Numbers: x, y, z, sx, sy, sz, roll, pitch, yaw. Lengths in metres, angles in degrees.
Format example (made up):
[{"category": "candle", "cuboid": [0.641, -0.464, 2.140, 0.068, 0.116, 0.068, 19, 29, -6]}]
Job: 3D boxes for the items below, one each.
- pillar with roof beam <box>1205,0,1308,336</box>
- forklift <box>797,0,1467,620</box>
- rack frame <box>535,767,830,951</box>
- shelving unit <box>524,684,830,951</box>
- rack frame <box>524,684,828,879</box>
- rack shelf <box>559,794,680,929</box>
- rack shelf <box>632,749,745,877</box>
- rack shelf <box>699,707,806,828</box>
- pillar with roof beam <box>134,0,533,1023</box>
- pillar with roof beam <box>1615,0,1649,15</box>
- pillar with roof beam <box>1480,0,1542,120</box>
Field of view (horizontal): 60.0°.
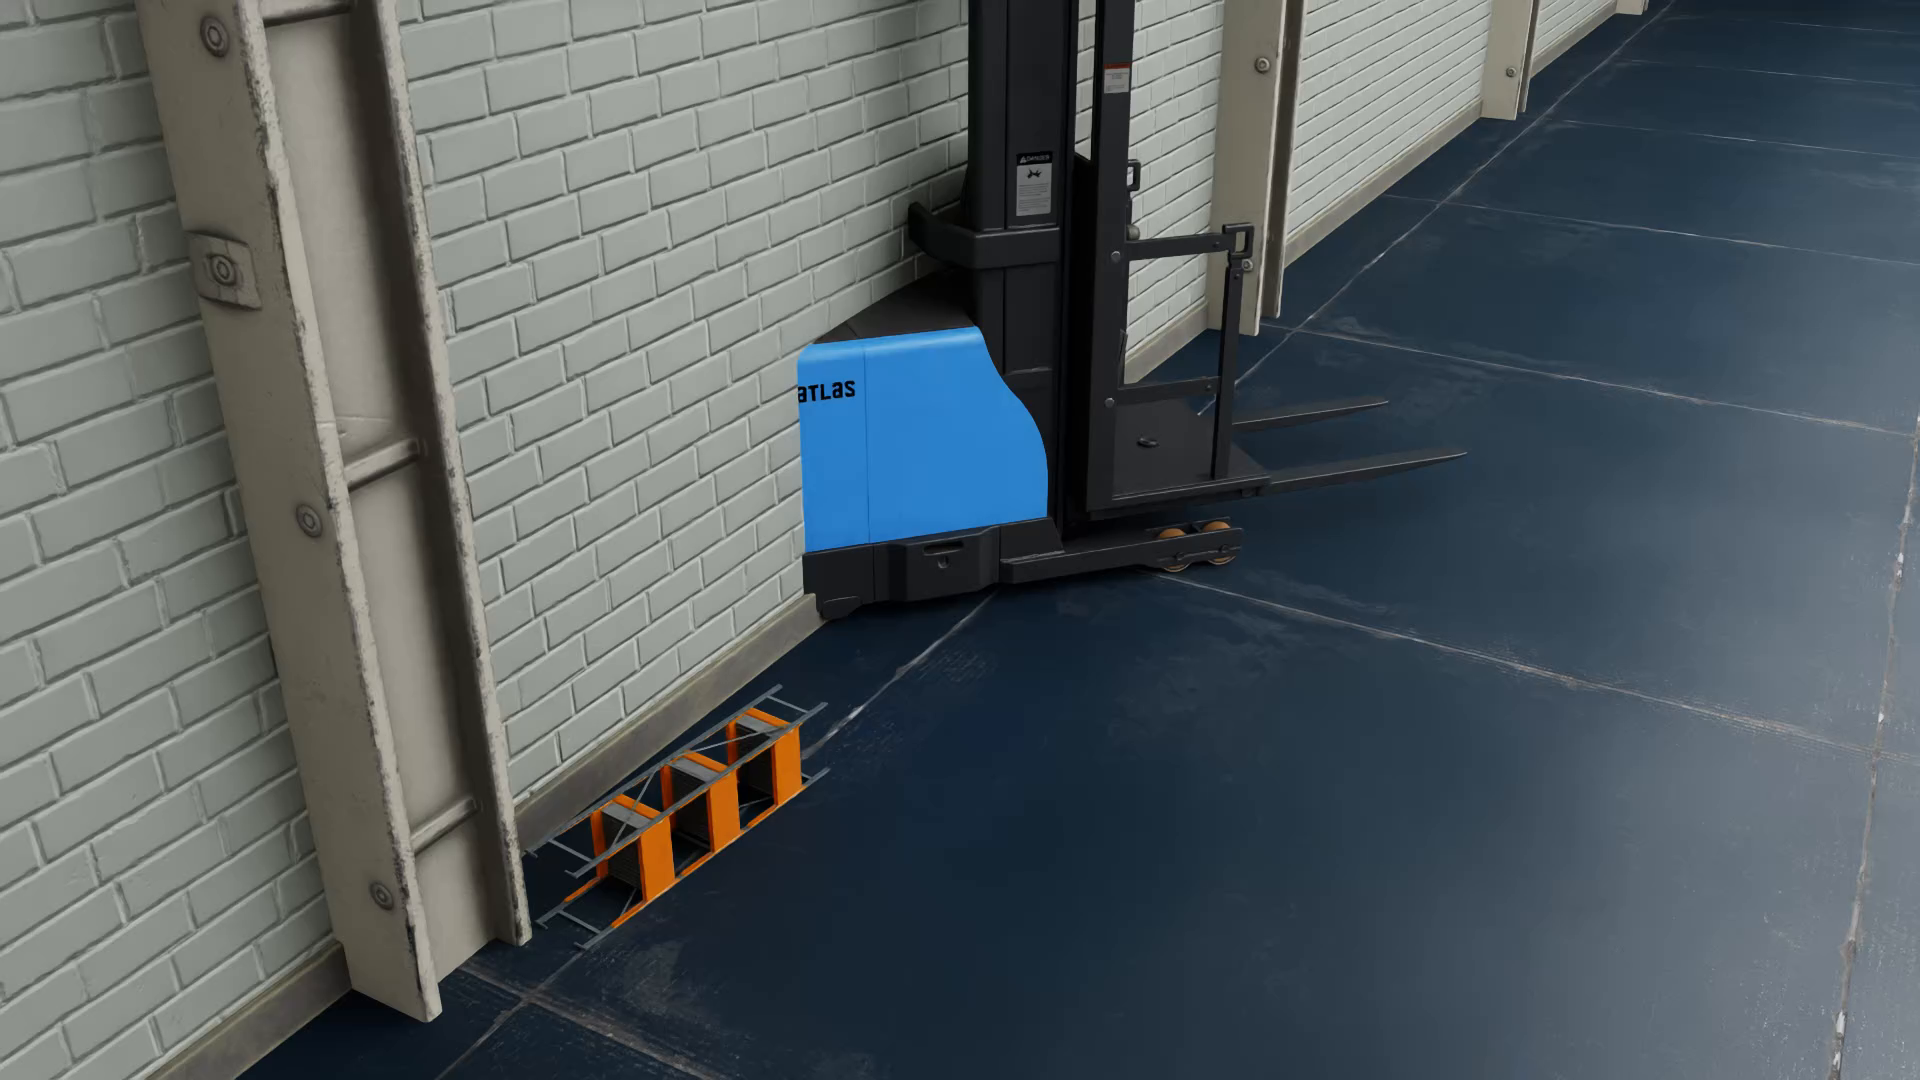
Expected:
[{"category": "pillar with roof beam", "cuboid": [5.296, -4.283, 5.254, 9.100, 9.000, 0.400, 14, 30, 26]}, {"category": "forklift", "cuboid": [0.591, -1.400, 6.273, 3.031, 2.935, 1.130, -9, 28, -17]}, {"category": "rack frame", "cuboid": [-0.796, 0.895, 4.946, 0.200, 0.008, 1.050, 18, 31, 31]}, {"category": "shelving unit", "cuboid": [-0.796, 0.786, 4.892, 0.215, 0.252, 1.050, 18, 31, 31]}, {"category": "rack frame", "cuboid": [-0.796, 0.677, 4.837, 0.200, 0.008, 1.050, 18, 31, 31]}, {"category": "rack shelf", "cuboid": [-0.962, 0.891, 4.681, 0.215, 0.240, 0.259, 18, 31, 31]}, {"category": "rack shelf", "cuboid": [-0.802, 0.790, 4.884, 0.215, 0.240, 0.259, 18, 31, 31]}, {"category": "rack shelf", "cuboid": [-0.638, 0.686, 5.091, 0.215, 0.240, 0.259, 18, 31, 31]}, {"category": "pillar with roof beam", "cuboid": [2.345, -1.945, 0.583, 9.100, 9.000, 0.400, 14, 30, 26]}, {"category": "pillar with roof beam", "cuboid": [11.200, -8.960, 14.596, 9.100, 9.000, 0.400, 14, 30, 26]}, {"category": "pillar with roof beam", "cuboid": [8.248, -6.622, 9.925, 9.100, 9.000, 0.400, 14, 30, 26]}]
